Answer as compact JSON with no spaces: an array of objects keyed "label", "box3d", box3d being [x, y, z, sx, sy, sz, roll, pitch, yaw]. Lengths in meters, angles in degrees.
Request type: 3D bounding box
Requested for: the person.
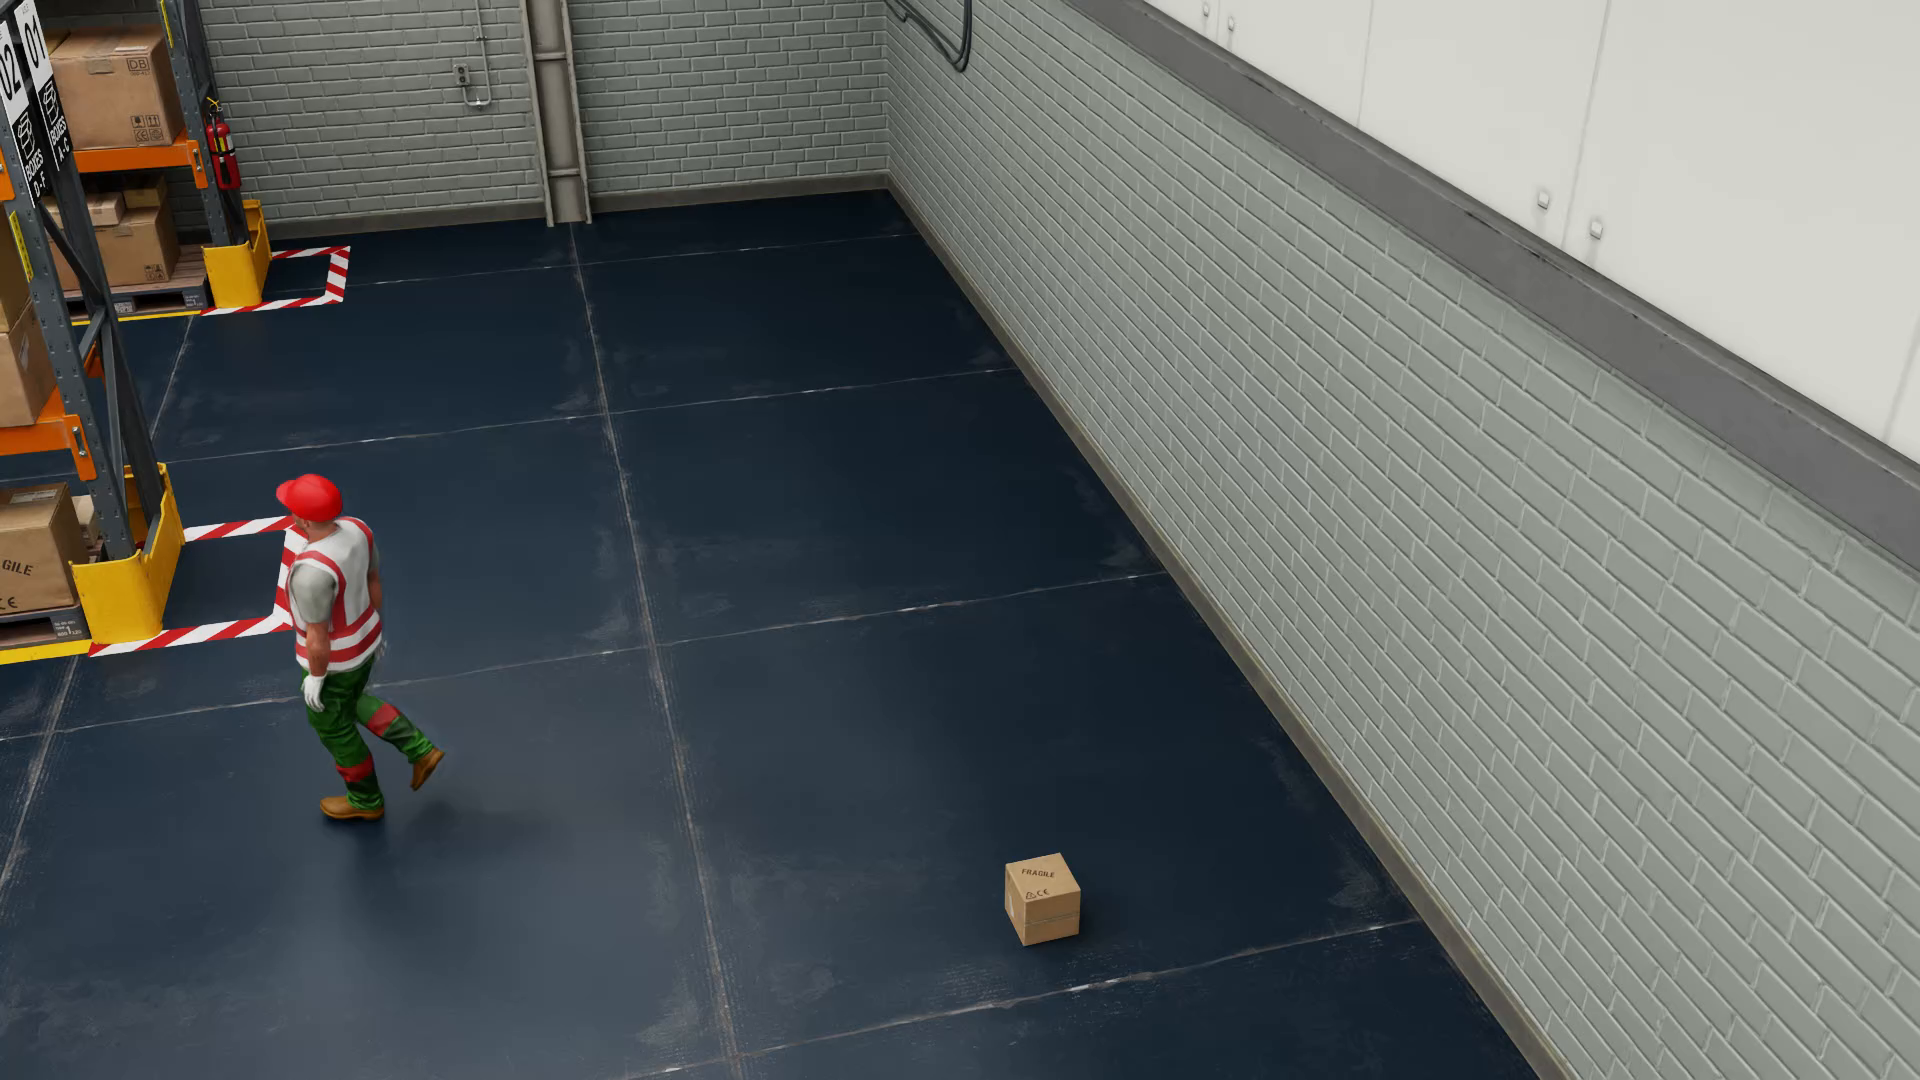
[{"label":"person","box3d":[-2.712,0.489,7.327,0.525,1.782,0.537,5,30,8]}]
